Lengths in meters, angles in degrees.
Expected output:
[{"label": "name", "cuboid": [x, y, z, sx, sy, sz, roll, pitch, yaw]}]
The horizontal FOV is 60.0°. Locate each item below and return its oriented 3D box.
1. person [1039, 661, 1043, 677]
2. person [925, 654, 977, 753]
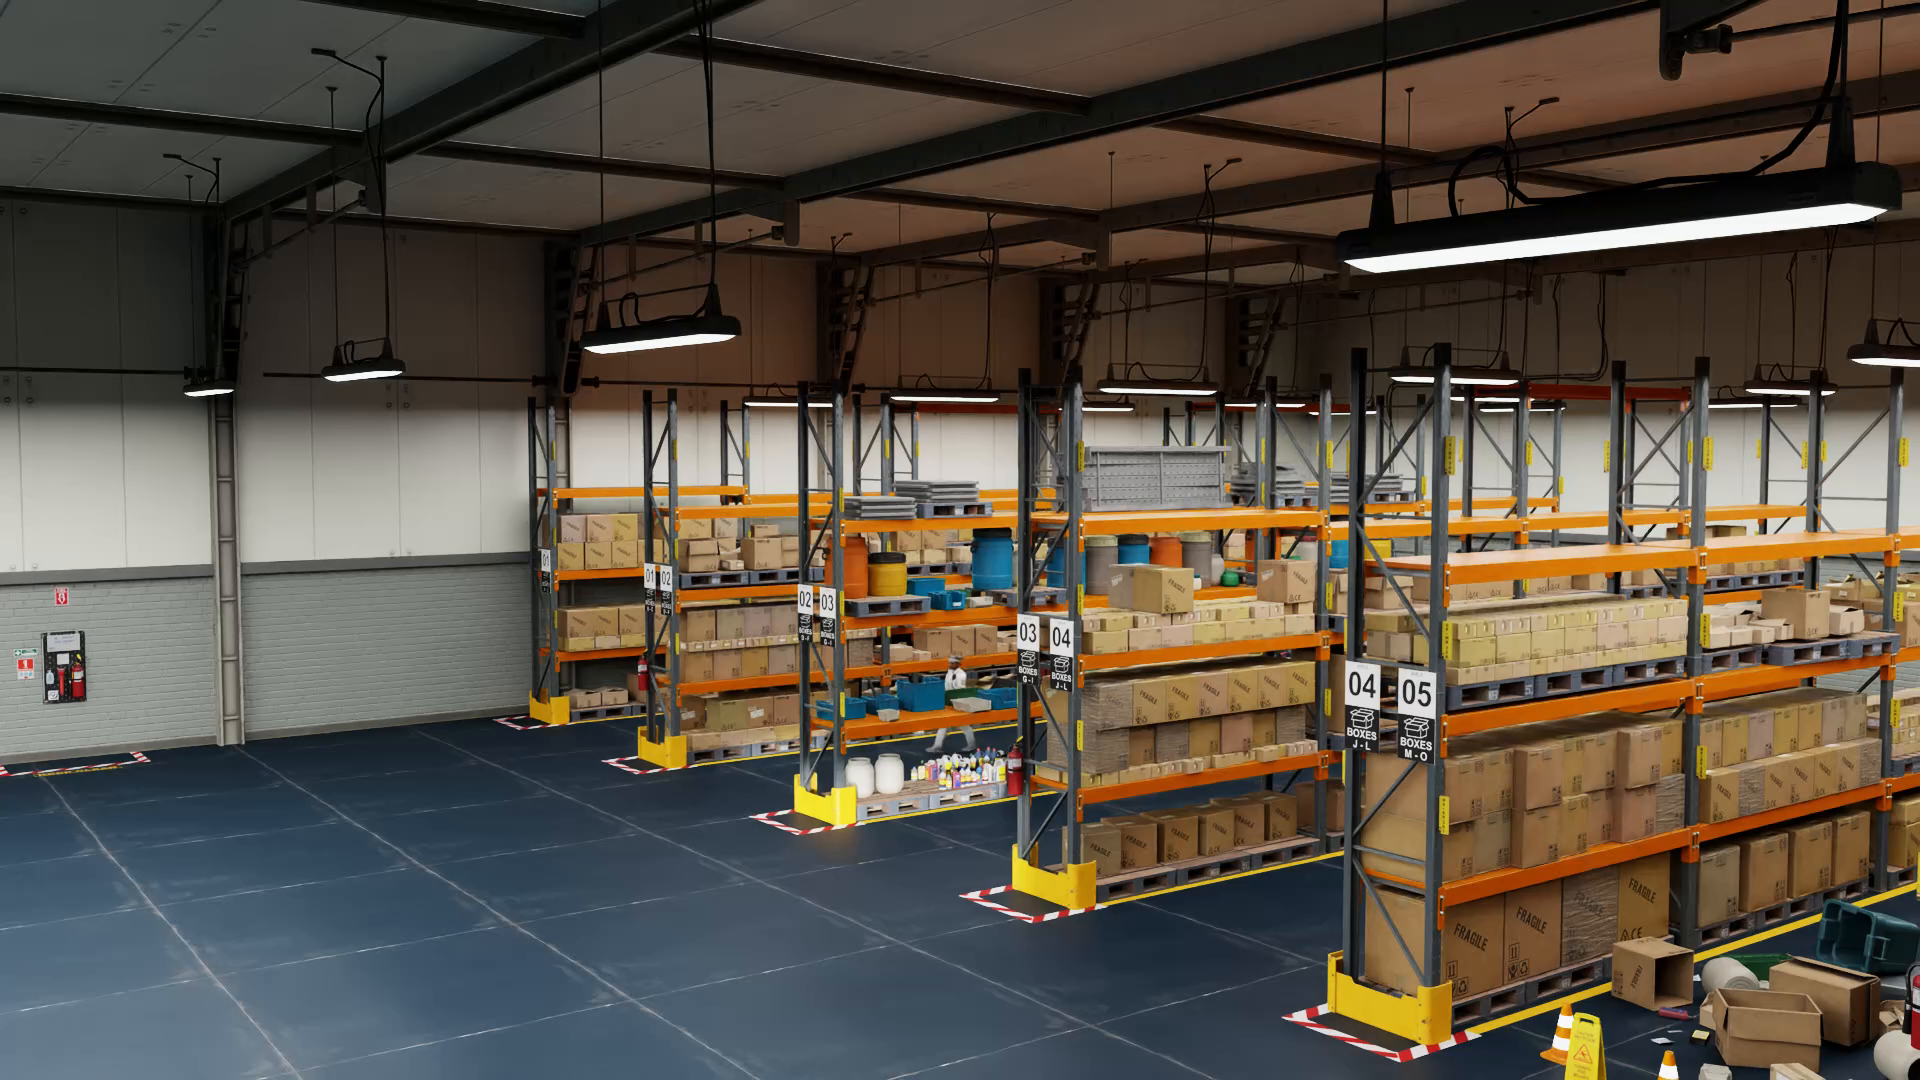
[{"label": "person", "cuboid": [1.573, 2.108, 34.439, 0.631, 1.762, 0.611, -2, 4, -27]}, {"label": "person", "cuboid": [-0.117, 2.701, 27.489, 0.941, 1.640, 0.458, -3, 4, -39]}]
